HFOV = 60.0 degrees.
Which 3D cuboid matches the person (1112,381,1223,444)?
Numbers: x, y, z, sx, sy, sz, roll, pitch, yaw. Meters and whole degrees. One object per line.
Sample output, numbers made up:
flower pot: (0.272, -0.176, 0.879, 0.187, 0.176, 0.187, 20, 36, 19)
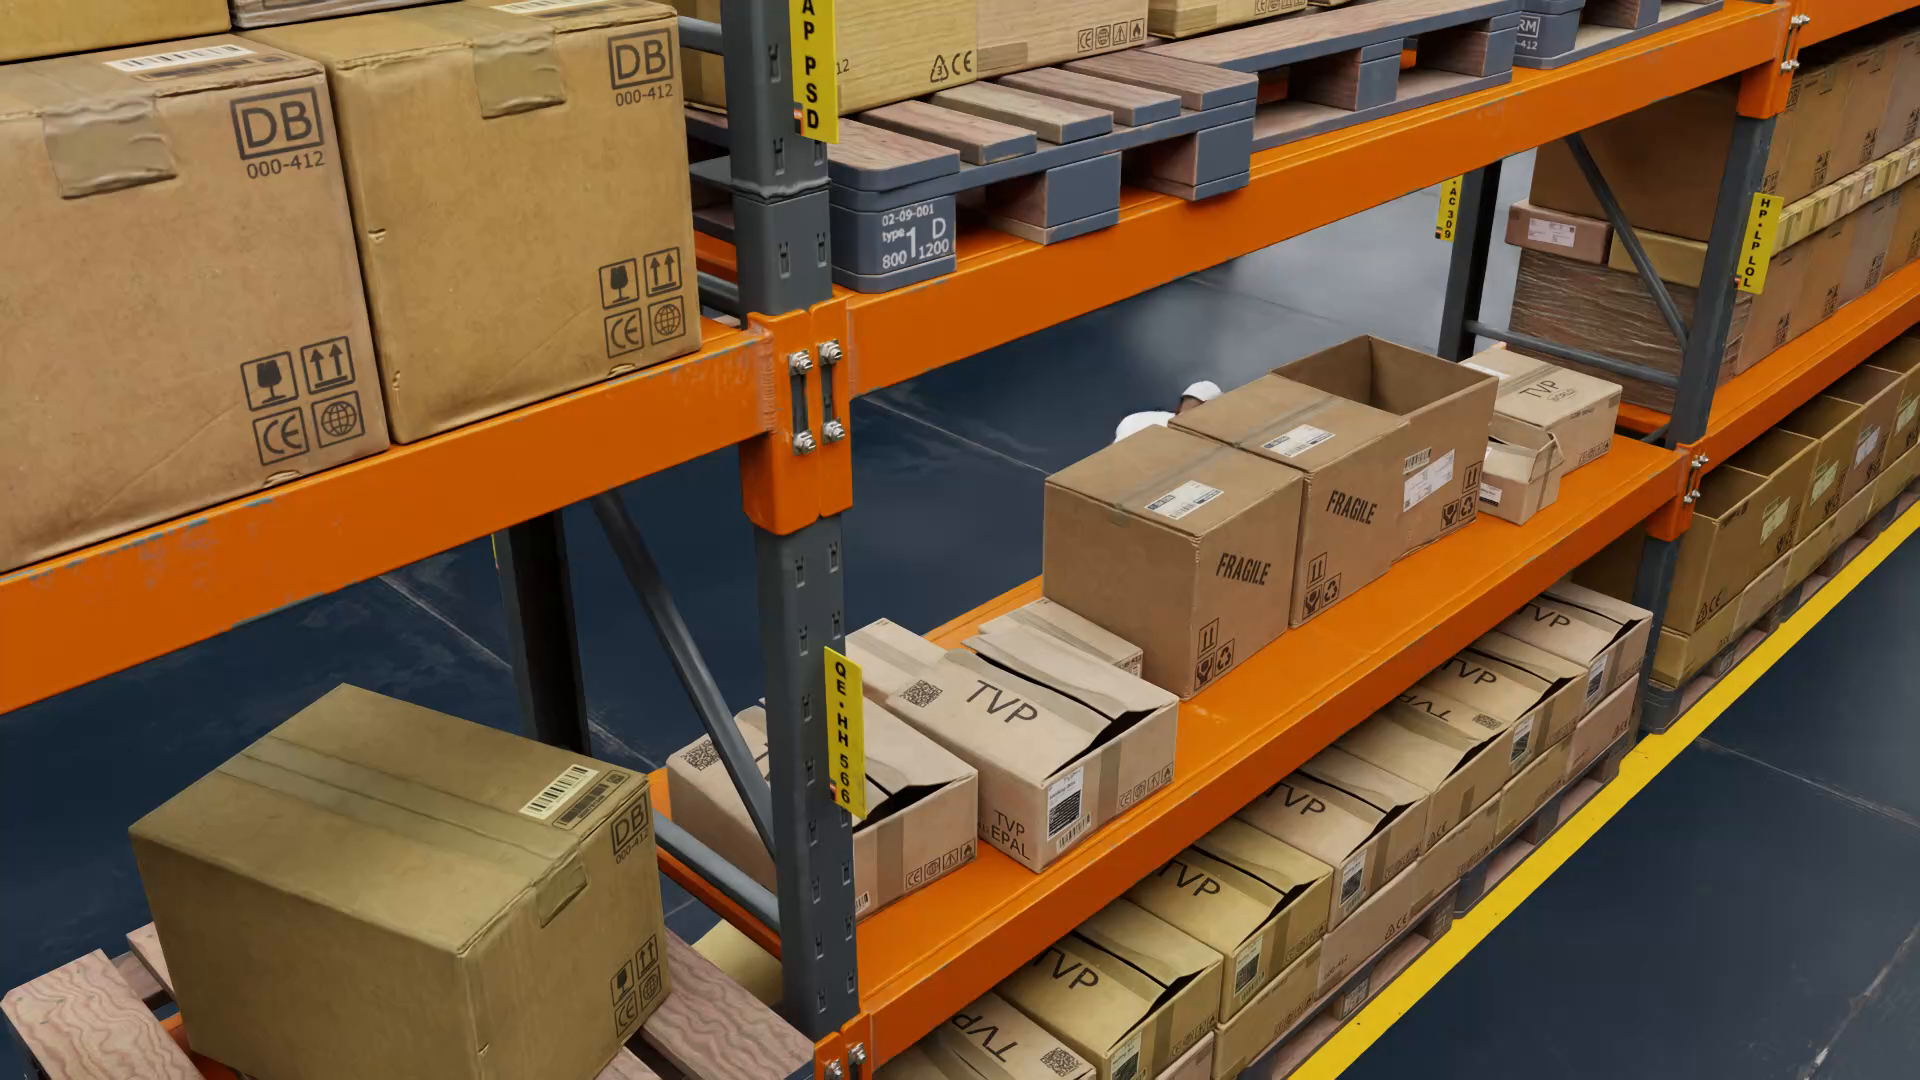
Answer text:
person: (0.848, -0.135, 7.211, 0.580, 0.975, 0.895, 24, 36, 38)
